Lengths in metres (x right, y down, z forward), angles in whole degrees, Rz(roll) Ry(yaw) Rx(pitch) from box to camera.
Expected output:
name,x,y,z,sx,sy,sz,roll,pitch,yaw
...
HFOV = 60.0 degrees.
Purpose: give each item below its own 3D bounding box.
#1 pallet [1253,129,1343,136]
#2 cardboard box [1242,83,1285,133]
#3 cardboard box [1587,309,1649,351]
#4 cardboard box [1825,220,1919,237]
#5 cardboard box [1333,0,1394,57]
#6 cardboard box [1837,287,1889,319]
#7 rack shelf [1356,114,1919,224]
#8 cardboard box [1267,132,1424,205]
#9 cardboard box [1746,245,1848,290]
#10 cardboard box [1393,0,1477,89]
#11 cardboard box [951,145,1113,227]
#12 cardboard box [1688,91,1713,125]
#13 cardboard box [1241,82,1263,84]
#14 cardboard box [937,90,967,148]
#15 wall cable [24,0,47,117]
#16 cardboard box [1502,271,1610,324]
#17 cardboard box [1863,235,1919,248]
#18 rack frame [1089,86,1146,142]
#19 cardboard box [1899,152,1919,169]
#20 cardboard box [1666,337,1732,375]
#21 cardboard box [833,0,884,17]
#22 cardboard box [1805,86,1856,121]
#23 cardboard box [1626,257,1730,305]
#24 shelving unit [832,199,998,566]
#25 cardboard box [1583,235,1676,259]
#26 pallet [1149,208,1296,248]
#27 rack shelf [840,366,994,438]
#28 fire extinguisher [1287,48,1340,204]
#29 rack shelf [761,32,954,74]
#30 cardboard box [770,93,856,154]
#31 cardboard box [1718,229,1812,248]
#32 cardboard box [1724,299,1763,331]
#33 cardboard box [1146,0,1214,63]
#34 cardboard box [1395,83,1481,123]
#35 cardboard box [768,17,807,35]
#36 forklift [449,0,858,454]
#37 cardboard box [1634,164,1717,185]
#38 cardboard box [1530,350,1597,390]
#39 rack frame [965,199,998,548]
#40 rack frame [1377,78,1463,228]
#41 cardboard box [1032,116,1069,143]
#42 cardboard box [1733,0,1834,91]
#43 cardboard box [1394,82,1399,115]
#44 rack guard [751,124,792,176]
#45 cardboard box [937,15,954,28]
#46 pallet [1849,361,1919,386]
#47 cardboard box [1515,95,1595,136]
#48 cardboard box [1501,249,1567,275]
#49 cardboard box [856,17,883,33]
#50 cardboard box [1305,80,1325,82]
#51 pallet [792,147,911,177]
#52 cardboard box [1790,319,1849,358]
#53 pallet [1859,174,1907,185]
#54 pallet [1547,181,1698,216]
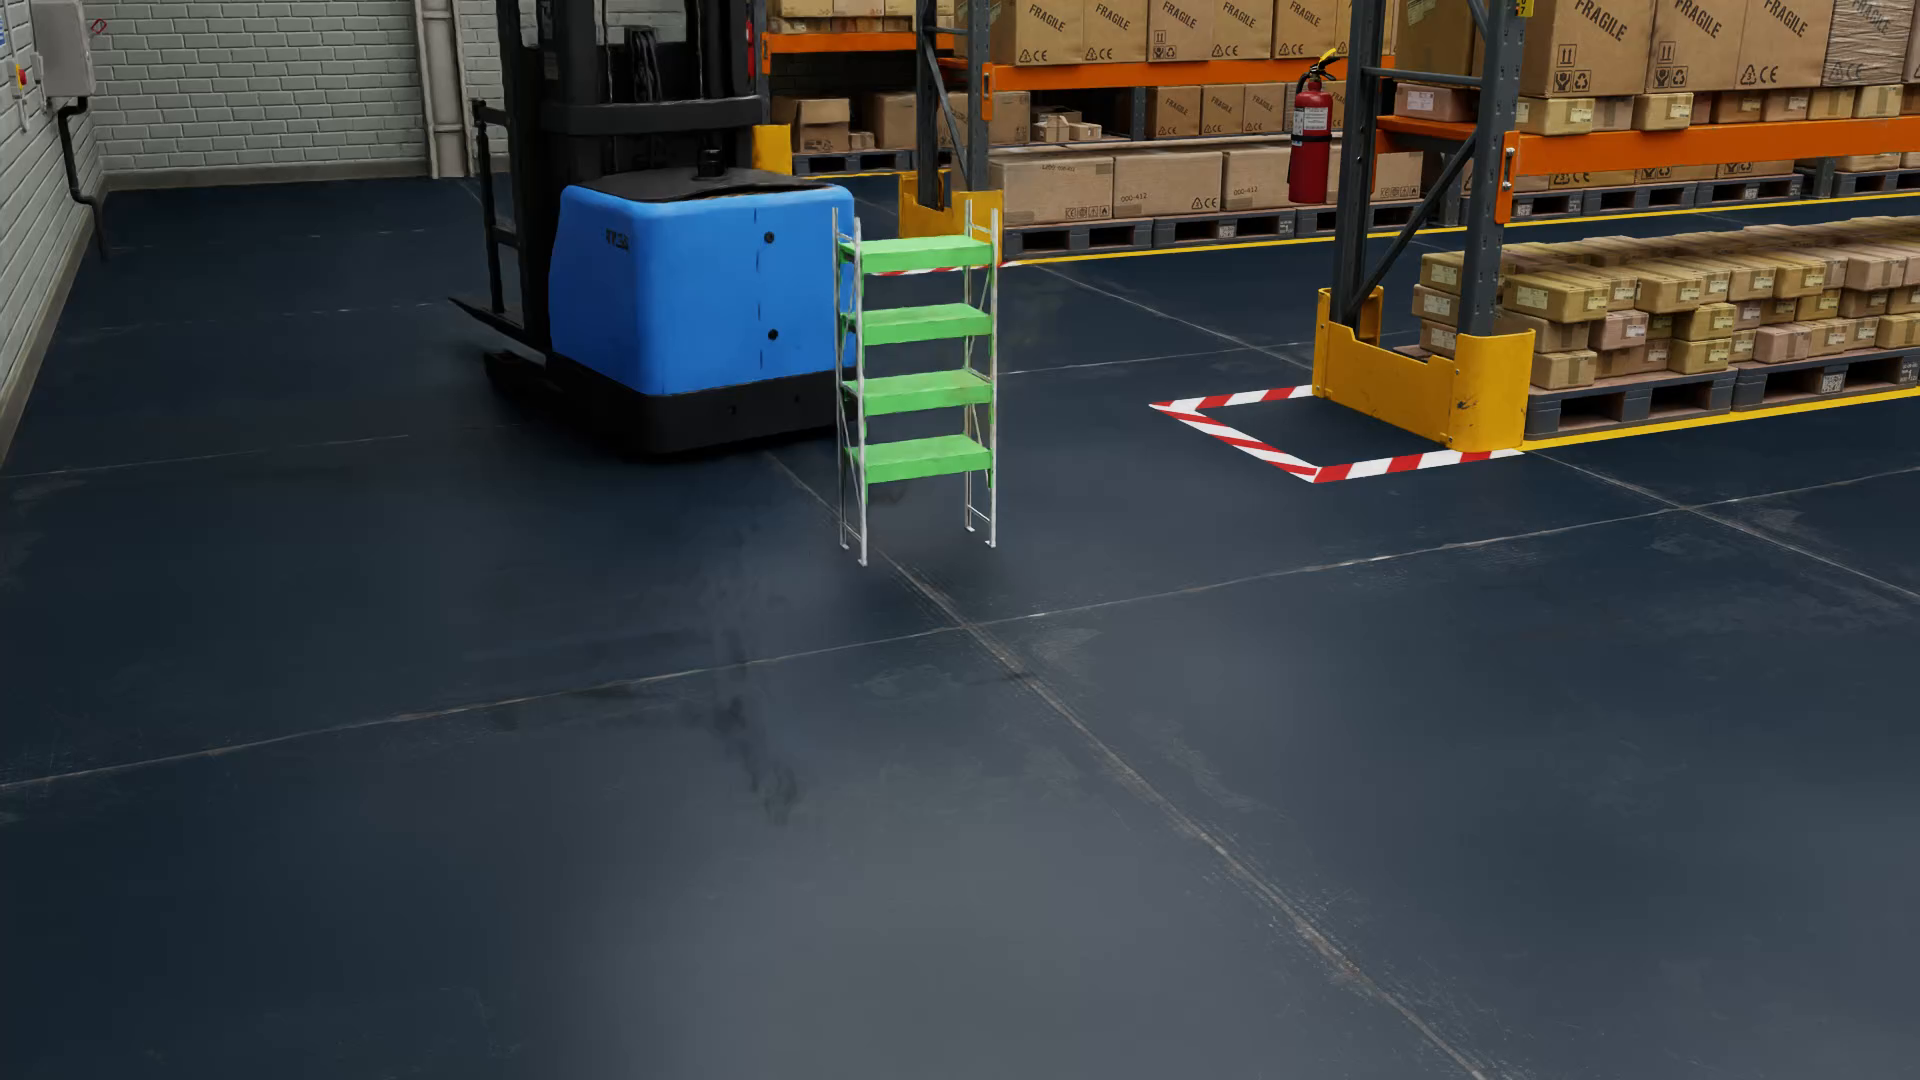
name,x,y,z,sx,sy,sz,roll,pitch,yaw
pallet,3.500,-4.468,18.393,1.213,0.211,1.003,-8,21,-22
cardboard box,3.125,-4.654,17.855,0.500,0.500,0.500,-9,21,-24
cardboard box,2.853,-0.970,7.474,0.250,0.149,0.380,-8,21,-22
cardboard box,4.782,-1.579,8.754,0.250,0.149,0.380,-8,21,-23
cardboard box,2.821,-3.828,12.228,0.500,0.500,0.500,-9,21,-23
cardboard box,4.274,-1.197,8.117,0.250,0.149,0.380,-9,21,-24
rack shelf,3.833,-1.891,7.959,4.000,0.370,1.077,-8,21,-22
cardboard box,2.997,-2.929,13.051,0.875,0.438,0.875,-8,21,-23
cardboard box,4.006,-1.308,7.985,0.250,0.149,0.380,-8,21,-22
cardboard box,2.307,-2.292,7.417,0.500,0.500,0.500,-8,21,-21
cardboard box,0.509,-2.570,12.031,0.875,0.438,0.875,-9,21,-24
cardboard box,3.093,-1.932,7.372,0.250,0.149,0.380,-7,21,-19
cardboard box,3.027,-4.953,17.727,0.250,0.149,0.380,-8,21,-22
cardboard box,-0.102,-4.187,16.528,0.500,0.500,0.500,-8,21,-21
wall cable,-5.798,-3.625,10.270,0.122,1.984,0.588,-8,21,-22
cardboard box,2.612,-1.066,7.299,0.250,0.149,0.380,-9,21,-24
cardboard box,4.732,-1.410,8.275,0.250,0.149,0.380,-7,21,-20
rack frame,1.646,-5.503,17.134,0.127,3.000,1.000,-8,21,-22
cardboard box,8.486,-3.645,15.183,0.625,0.372,0.950,-9,21,-23
cardboard box,3.316,-0.886,7.683,0.250,0.149,0.380,-8,21,-21
cardboard box,-1.040,-5.090,15.740,0.500,0.250,0.500,-8,21,-21
cardboard box,3.836,-2.012,7.598,0.250,0.149,0.380,-7,21,-20
cardboard box,3.295,-1.191,7.654,0.250,0.149,0.380,-9,21,-25
shelving unit,-0.152,-0.544,5.761,0.503,1.200,0.258,-8,21,-22
cardboard box,3.311,-1.403,8.256,0.250,0.149,0.380,-7,21,-20
pallet,1.765,-2.436,12.624,1.213,0.211,1.003,-8,21,-22
rack shelf,-0.152,-0.484,5.782,0.480,0.148,0.258,-8,21,-22
fire extinguisher,1.583,-1.862,7.473,0.183,0.674,0.296,-8,21,-22
rack shelf,-0.190,-4.900,16.506,4.000,0.370,1.077,-8,21,-22
cardboard box,-1.427,-4.049,16.131,0.637,0.503,0.797,-9,21,-24
cardboard box,4.068,-1.468,8.439,0.250,0.149,0.380,-9,21,-24
cardboard box,3.527,-1.094,7.825,0.250,0.149,0.380,-9,21,-25
cardboard box,1.425,-3.623,11.644,0.500,0.500,0.500,-8,21,-22
cardboard box,2.184,-1.978,7.501,0.250,0.149,0.380,-8,21,-22
cardboard box,-1.616,-4.818,15.566,0.250,0.149,0.380,-8,21,-22
forklift,-1.683,-2.169,7.769,1.130,2.935,3.031,-13,23,-32
cardboard box,5.801,-3.530,14.098,0.875,0.875,0.875,-8,21,-21
cardboard box,2.604,-0.792,7.415,0.250,0.149,0.380,-8,21,-21
rack frame,0.072,-0.576,5.852,0.015,1.200,0.240,-8,21,-22
rack frame,3.616,-3.990,12.836,0.127,3.000,1.000,-8,21,-22
cardboard box,0.923,-4.201,16.922,0.258,0.266,0.396,-7,21,-20
cardboard box,3.454,-2.268,7.349,0.500,0.500,0.500,-8,21,-21
cardboard box,4.552,-4.864,18.452,0.500,0.500,0.500,-8,21,-23
rack guard,-1.957,-3.808,16.083,0.348,0.500,1.175,-8,21,-22
cardboard box,-0.180,-5.013,16.121,0.250,0.149,0.380,-8,21,-21
pallet,5.067,-1.079,8.768,1.213,0.211,1.003,-8,21,-22
cardboard box,2.424,-1.791,6.971,0.250,0.149,0.380,-8,21,-22
cardboard box,2.636,-1.264,7.859,0.250,0.149,0.380,-8,21,-21
cardboard box,-0.917,-4.925,15.871,0.250,0.149,0.380,-7,21,-20
cardboard box,3.737,-5.046,17.991,0.250,0.149,0.380,-9,21,-25
pallet,-1.225,-3.776,16.430,1.213,0.211,1.003,-8,21,-22
cardboard box,4.020,-0.999,8.004,0.250,0.149,0.380,-8,21,-22
pallet,9.125,-3.462,15.537,1.213,0.211,1.003,-8,21,-22
pallet,5.416,-2.961,14.112,1.213,0.211,1.003,-8,21,-22
